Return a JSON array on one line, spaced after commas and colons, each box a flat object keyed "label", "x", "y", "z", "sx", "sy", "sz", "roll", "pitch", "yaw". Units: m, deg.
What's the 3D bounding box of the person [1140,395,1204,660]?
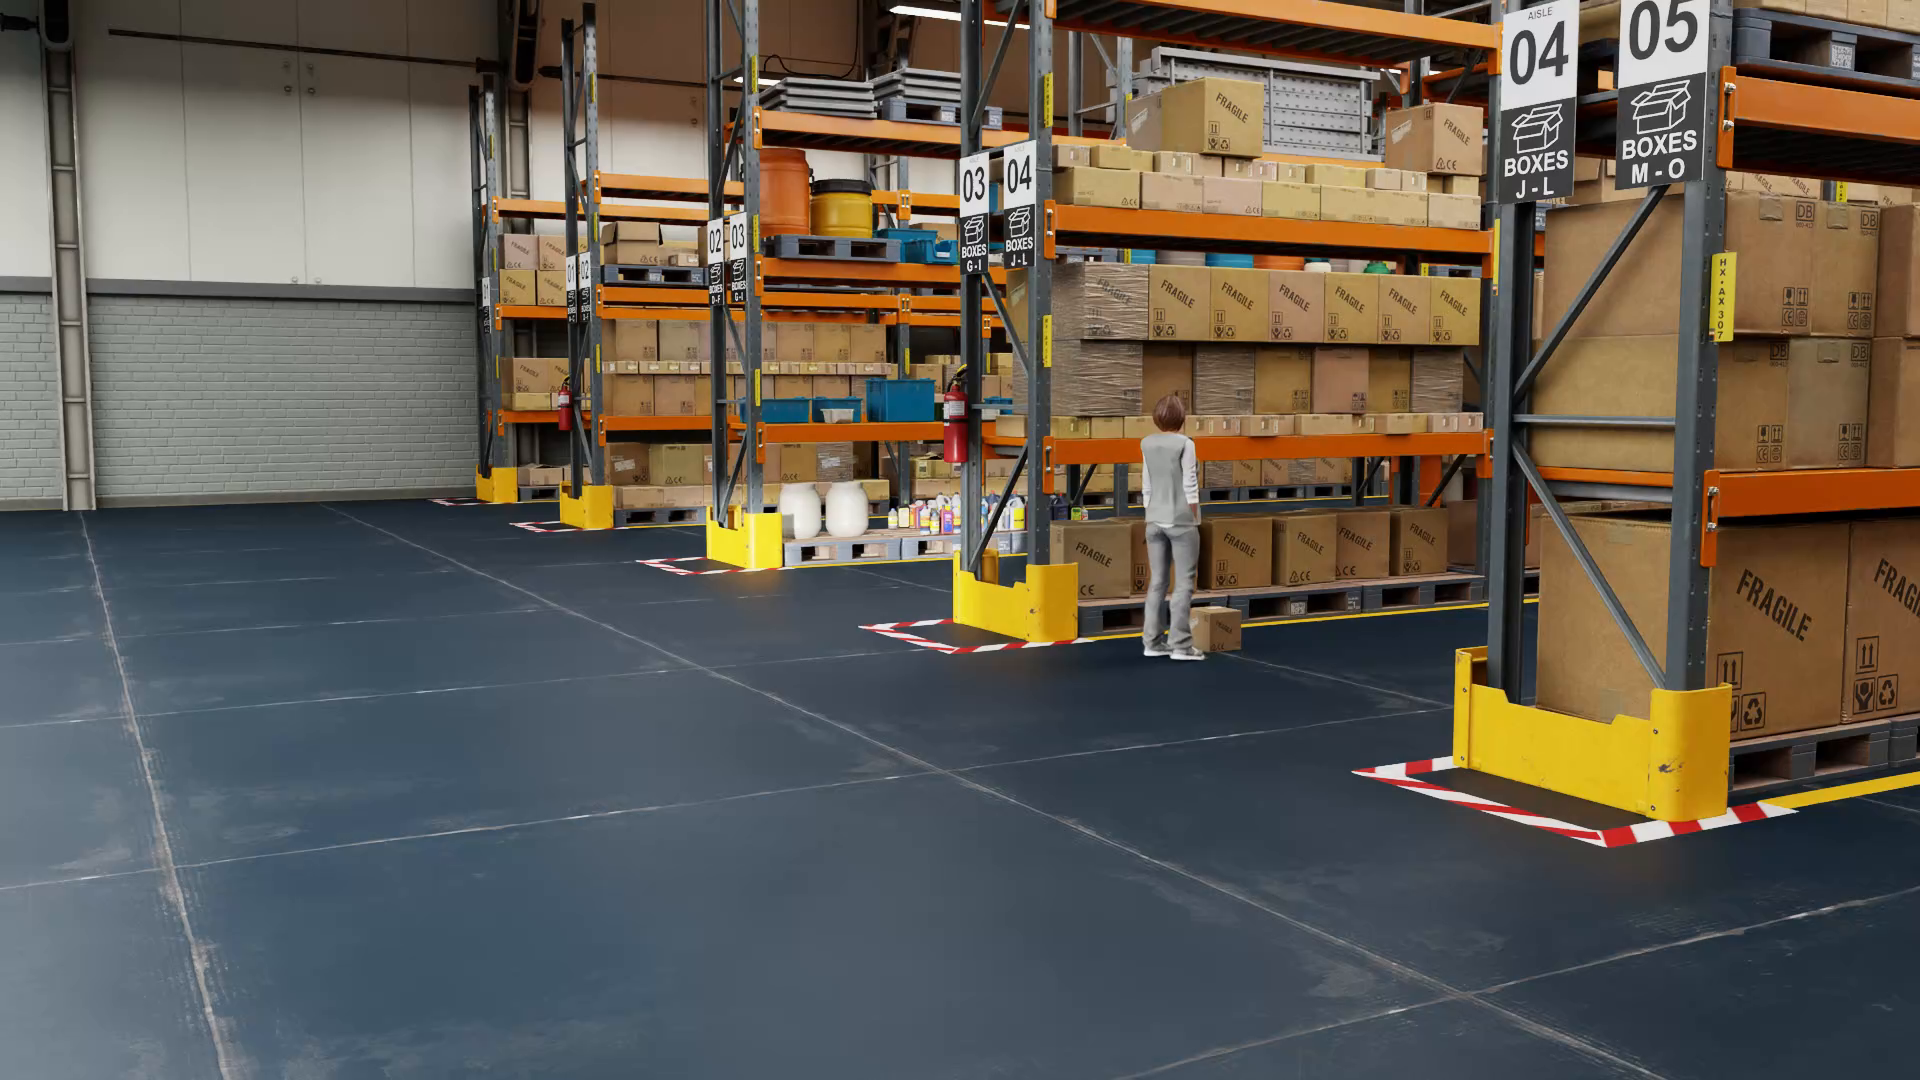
[{"label": "person", "x": 1.273, "y": -0.075, "z": 10.068, "sx": 0.404, "sy": 1.604, "sz": 0.309, "roll": 5, "pitch": 7, "yaw": 43}]
